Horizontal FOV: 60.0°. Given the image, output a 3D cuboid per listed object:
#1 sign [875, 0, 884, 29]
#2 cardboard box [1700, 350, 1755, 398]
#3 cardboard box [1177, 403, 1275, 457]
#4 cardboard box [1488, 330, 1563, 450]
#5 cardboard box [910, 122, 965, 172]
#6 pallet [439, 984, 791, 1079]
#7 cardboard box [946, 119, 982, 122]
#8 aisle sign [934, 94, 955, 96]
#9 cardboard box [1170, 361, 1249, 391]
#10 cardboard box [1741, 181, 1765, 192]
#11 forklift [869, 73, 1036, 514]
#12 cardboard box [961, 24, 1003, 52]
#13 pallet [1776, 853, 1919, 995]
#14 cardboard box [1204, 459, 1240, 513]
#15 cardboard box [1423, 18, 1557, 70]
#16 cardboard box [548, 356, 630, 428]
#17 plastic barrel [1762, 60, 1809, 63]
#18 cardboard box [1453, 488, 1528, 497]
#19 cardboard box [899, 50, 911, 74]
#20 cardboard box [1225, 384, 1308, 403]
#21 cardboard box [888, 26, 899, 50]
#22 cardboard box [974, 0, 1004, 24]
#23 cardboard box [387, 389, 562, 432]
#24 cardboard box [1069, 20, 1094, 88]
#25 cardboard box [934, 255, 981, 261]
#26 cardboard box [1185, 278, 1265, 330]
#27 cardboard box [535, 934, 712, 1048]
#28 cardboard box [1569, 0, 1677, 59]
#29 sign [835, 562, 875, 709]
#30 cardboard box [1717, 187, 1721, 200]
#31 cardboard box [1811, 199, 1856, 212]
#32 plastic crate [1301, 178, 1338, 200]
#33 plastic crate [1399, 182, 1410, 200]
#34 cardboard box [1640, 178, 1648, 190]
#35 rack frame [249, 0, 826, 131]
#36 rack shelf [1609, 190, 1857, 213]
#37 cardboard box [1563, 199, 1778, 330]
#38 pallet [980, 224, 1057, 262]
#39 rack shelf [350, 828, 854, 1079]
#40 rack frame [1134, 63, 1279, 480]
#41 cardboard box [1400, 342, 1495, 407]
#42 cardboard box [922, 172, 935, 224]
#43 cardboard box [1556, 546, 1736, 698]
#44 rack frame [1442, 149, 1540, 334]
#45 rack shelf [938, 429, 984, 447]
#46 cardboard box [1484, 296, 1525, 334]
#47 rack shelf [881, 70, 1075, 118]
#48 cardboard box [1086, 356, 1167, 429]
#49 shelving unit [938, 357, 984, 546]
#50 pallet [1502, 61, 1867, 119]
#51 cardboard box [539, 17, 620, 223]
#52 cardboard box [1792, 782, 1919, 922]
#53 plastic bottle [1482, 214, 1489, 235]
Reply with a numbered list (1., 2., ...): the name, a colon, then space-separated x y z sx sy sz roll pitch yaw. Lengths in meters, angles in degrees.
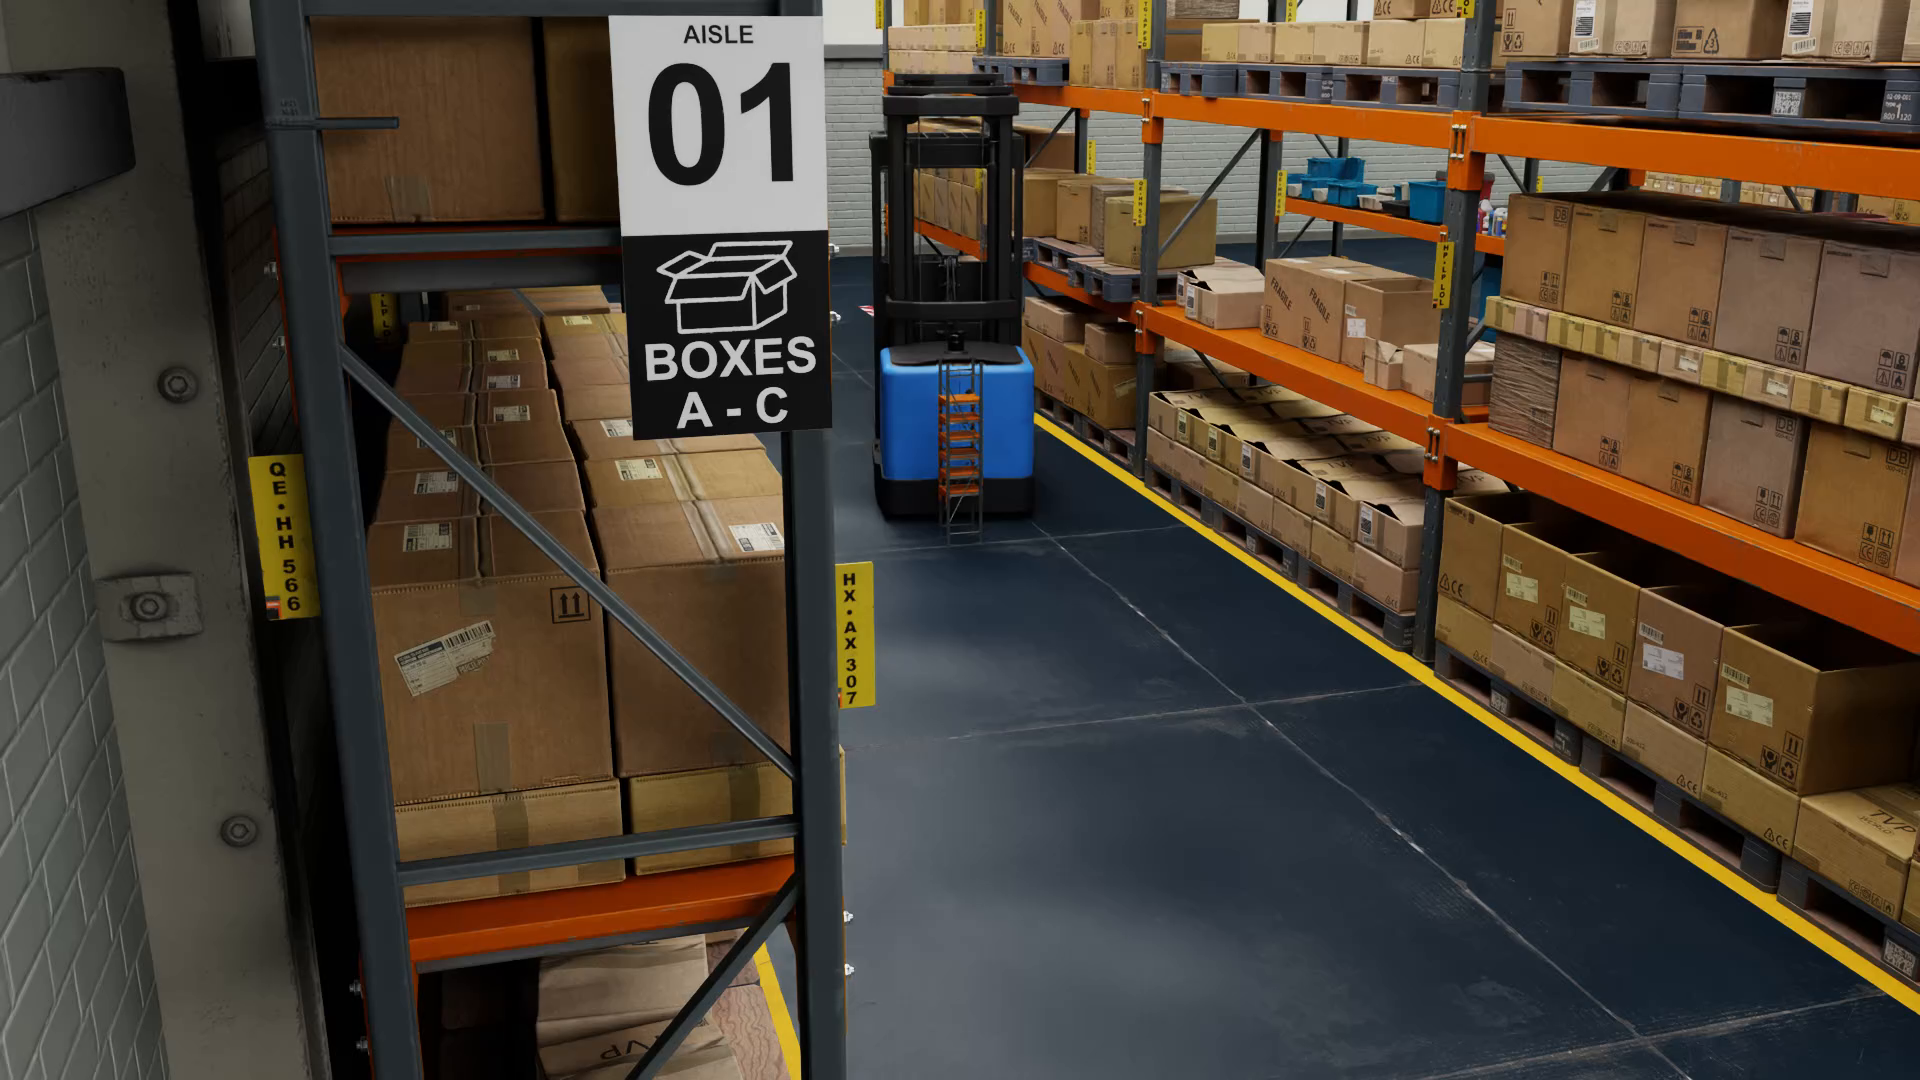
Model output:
1. sign: -0.911 -5.967 18.871 0.100 0.325 0.005 -5 17 -15
2. cardboard box: 3.226 -0.677 6.689 0.380 0.149 0.250 -5 17 -16
3. cardboard box: 1.824 -0.782 11.417 0.500 0.311 0.500 -5 17 -17
4. cardboard box: 3.037 -0.762 8.099 0.700 0.500 0.500 -5 17 -17
5. cardboard box: -0.237 -4.256 17.993 0.500 0.500 0.500 -4 17 -14
6. pallet: -0.964 1.750 4.759 1.003 0.211 1.213 -5 17 -15
7. cardboard box: 0.137 -4.441 18.610 0.500 0.500 0.500 -4 17 -14
8. aisle sign: -0.113 -5.443 19.340 0.394 0.787 0.004 -5 17 -15
9. cardboard box: 1.959 -1.104 12.995 0.500 0.500 0.500 -4 17 -13
10. cardboard box: 9.578 -4.287 19.754 0.500 0.250 0.500 -4 17 -14
11. forklift: -0.108 -1.951 12.353 1.130 2.935 3.031 -1 17 -4
12. cardboard box: 0.316 -4.766 15.782 0.500 0.250 0.500 -5 17 -15
13. pallet: 3.758 1.398 5.932 1.003 0.211 1.213 -5 17 -15
14. cardboard box: 1.959 -0.376 11.040 0.500 0.250 0.500 -5 17 -17
15. cardboard box: 2.749 -2.573 8.620 0.500 0.250 0.500 -3 17 -9
16. cardboard box: -1.155 -0.356 5.846 0.500 0.500 0.500 -5 17 -17
17. plastic barrel: 6.364 -3.713 12.690 0.421 0.512 0.421 0 17 0
18. cardboard box: 3.035 -0.123 9.221 0.500 0.311 0.500 -5 17 -15
19. cardboard box: -0.367 -5.218 18.157 0.500 0.250 0.500 -5 17 -15
20. cardboard box: 2.190 -0.970 12.041 0.500 0.311 0.500 -4 17 -14
21. cardboard box: -0.498 -5.597 18.547 0.500 0.250 0.500 -5 17 -15
22. cardboard box: 0.540 -5.144 15.735 0.700 0.500 0.500 -5 17 -15
23. cardboard box: -1.501 -0.169 5.224 0.500 0.500 0.500 -4 17 -14
24. cardboard box: 1.374 -3.830 13.099 0.910 0.500 0.500 -5 17 -15
25. cardboard box: -0.003 -3.038 19.431 0.500 0.500 0.500 -5 17 -15
26. cardboard box: 1.869 -1.637 11.342 0.500 0.311 0.500 -5 17 -16
27. cardboard box: -1.014 1.384 5.039 0.500 0.311 0.500 -3 17 -11
28. cardboard box: 2.942 -2.188 6.991 0.500 0.311 0.500 -6 18 -18
29. sign: -0.232 0.206 3.548 0.100 0.325 0.005 -5 17 -15
30. cardboard box: 9.415 -4.195 20.140 0.380 0.149 0.250 -4 17 -14
31. cardboard box: 9.838 -3.769 18.722 0.380 0.149 0.250 -5 17 -15
32. plastic crate: 4.307 -4.218 19.966 0.416 0.233 0.300 -5 17 -15
33. plastic crate: 5.231 -3.848 18.651 0.437 0.282 0.530 -5 17 -15
34. cardboard box: 8.989 -4.622 21.561 0.380 0.149 0.250 -5 17 -16
35. rack frame: -0.754 -2.210 2.667 1.000 3.000 0.127 -5 17 -15
36. rack shelf: 9.687 -4.040 20.437 1.077 0.370 4.000 -5 17 -15
37. cardboard box: 3.177 -1.243 7.448 0.700 0.500 0.500 -5 17 -15
38. pallet: 0.825 -2.727 15.150 1.003 0.211 1.213 -5 17 -15
39. rack shelf: -1.303 0.455 5.475 1.077 0.370 4.000 -5 17 -15
40. rack frame: 1.810 -1.942 12.204 1.000 3.000 0.127 -5 17 -15
41. cardboard box: 2.732 -0.897 8.984 0.500 0.250 0.500 -4 17 -12
42. cardboard box: -0.103 -3.640 17.681 0.500 0.500 0.500 -4 17 -15
43. cardboard box: 3.010 0.350 7.318 0.500 0.500 0.500 -5 17 -15
44. rack frame: 5.474 -3.439 17.188 1.000 3.000 0.127 -5 17 -15
45. rack shelf: 0.004 -0.643 10.744 0.258 0.103 0.180 -5 17 -15
46. cardboard box: 2.796 -1.105 8.115 0.380 0.149 0.250 -5 17 -15
47. rack shelf: 0.161 -4.694 17.401 1.077 0.370 4.000 -5 17 -15
48. cardboard box: 1.327 -1.196 13.300 0.500 0.500 0.500 -4 17 -13
49. shelving unit: 0.004 -0.571 10.766 0.258 1.200 0.189 -5 17 -15
50. pallet: 3.168 -1.996 7.323 1.003 0.211 1.213 -5 17 -15
51. cardboard box: -0.605 -0.943 3.455 0.500 0.500 0.500 -4 17 -14
52. cardboard box: 3.428 1.124 6.046 0.500 0.250 0.500 -5 17 -15
53. plastic bottle: 5.250 -3.142 16.542 0.097 0.201 0.097 0 17 0
